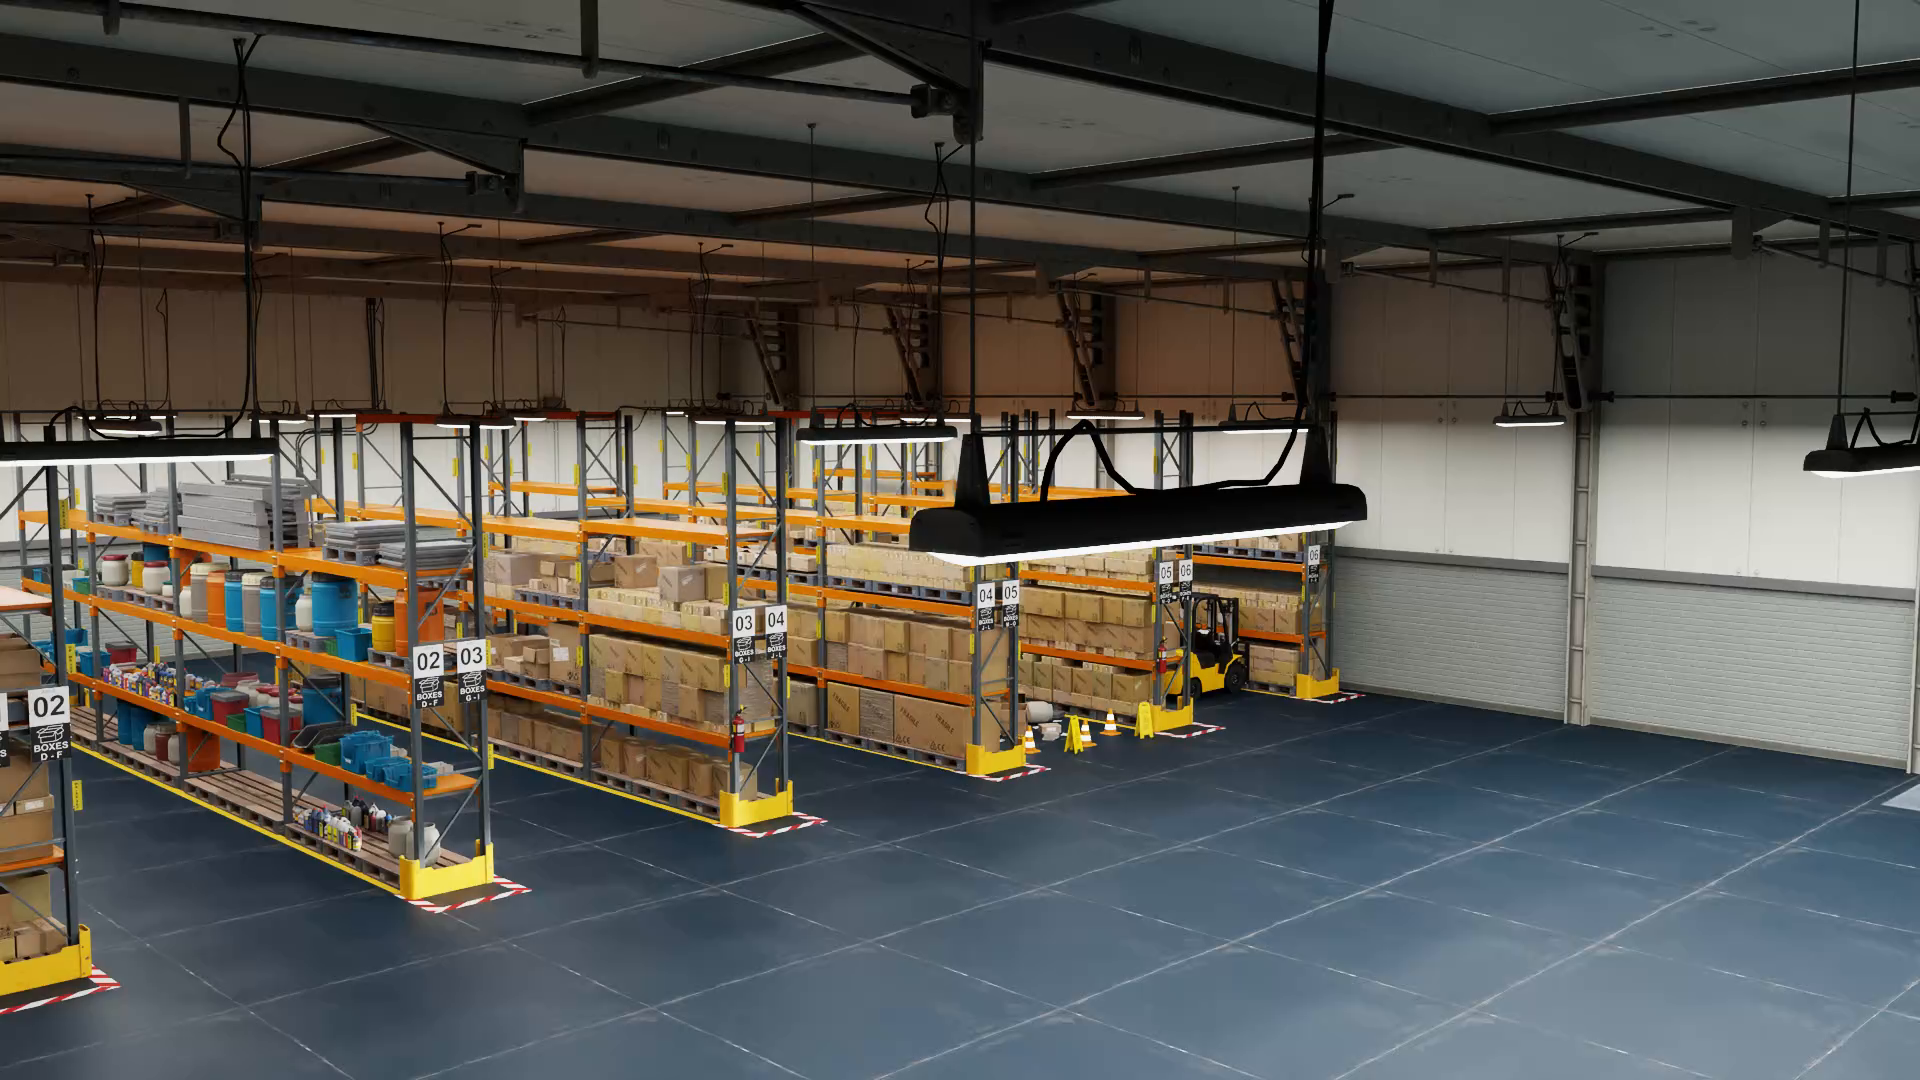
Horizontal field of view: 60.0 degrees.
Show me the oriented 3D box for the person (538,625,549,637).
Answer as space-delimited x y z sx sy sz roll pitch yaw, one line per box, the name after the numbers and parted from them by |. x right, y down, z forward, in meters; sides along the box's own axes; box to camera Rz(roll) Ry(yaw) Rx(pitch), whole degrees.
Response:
-10.284 1.874 41.347 0.657 1.734 0.612 4 6 37 | person

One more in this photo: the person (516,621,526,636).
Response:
-10.673 1.994 40.656 0.693 1.697 0.565 -1 5 -10 | person
